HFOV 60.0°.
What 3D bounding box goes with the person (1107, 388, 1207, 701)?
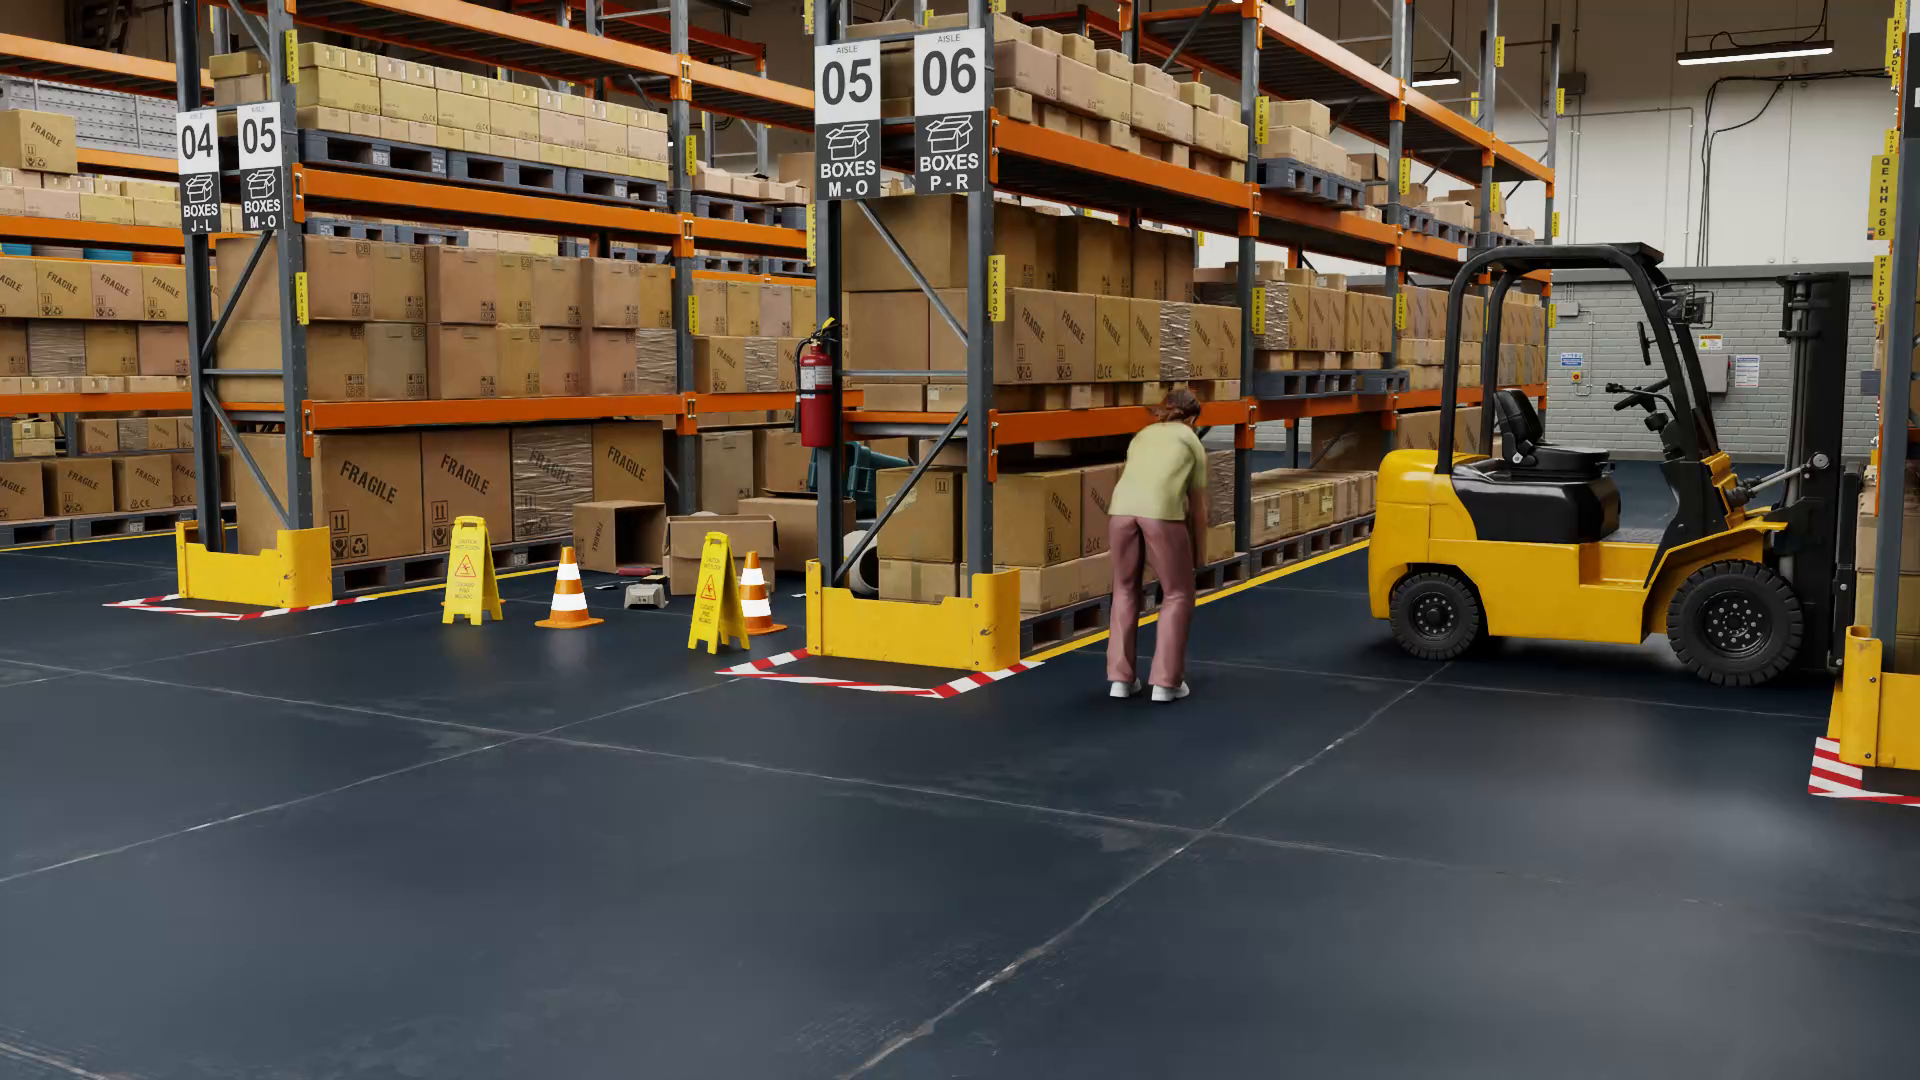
[{"bbox_3d":[0.962,0.005,7.909,0.408,1.445,0.731,3,7,27],"label":"person"}]
